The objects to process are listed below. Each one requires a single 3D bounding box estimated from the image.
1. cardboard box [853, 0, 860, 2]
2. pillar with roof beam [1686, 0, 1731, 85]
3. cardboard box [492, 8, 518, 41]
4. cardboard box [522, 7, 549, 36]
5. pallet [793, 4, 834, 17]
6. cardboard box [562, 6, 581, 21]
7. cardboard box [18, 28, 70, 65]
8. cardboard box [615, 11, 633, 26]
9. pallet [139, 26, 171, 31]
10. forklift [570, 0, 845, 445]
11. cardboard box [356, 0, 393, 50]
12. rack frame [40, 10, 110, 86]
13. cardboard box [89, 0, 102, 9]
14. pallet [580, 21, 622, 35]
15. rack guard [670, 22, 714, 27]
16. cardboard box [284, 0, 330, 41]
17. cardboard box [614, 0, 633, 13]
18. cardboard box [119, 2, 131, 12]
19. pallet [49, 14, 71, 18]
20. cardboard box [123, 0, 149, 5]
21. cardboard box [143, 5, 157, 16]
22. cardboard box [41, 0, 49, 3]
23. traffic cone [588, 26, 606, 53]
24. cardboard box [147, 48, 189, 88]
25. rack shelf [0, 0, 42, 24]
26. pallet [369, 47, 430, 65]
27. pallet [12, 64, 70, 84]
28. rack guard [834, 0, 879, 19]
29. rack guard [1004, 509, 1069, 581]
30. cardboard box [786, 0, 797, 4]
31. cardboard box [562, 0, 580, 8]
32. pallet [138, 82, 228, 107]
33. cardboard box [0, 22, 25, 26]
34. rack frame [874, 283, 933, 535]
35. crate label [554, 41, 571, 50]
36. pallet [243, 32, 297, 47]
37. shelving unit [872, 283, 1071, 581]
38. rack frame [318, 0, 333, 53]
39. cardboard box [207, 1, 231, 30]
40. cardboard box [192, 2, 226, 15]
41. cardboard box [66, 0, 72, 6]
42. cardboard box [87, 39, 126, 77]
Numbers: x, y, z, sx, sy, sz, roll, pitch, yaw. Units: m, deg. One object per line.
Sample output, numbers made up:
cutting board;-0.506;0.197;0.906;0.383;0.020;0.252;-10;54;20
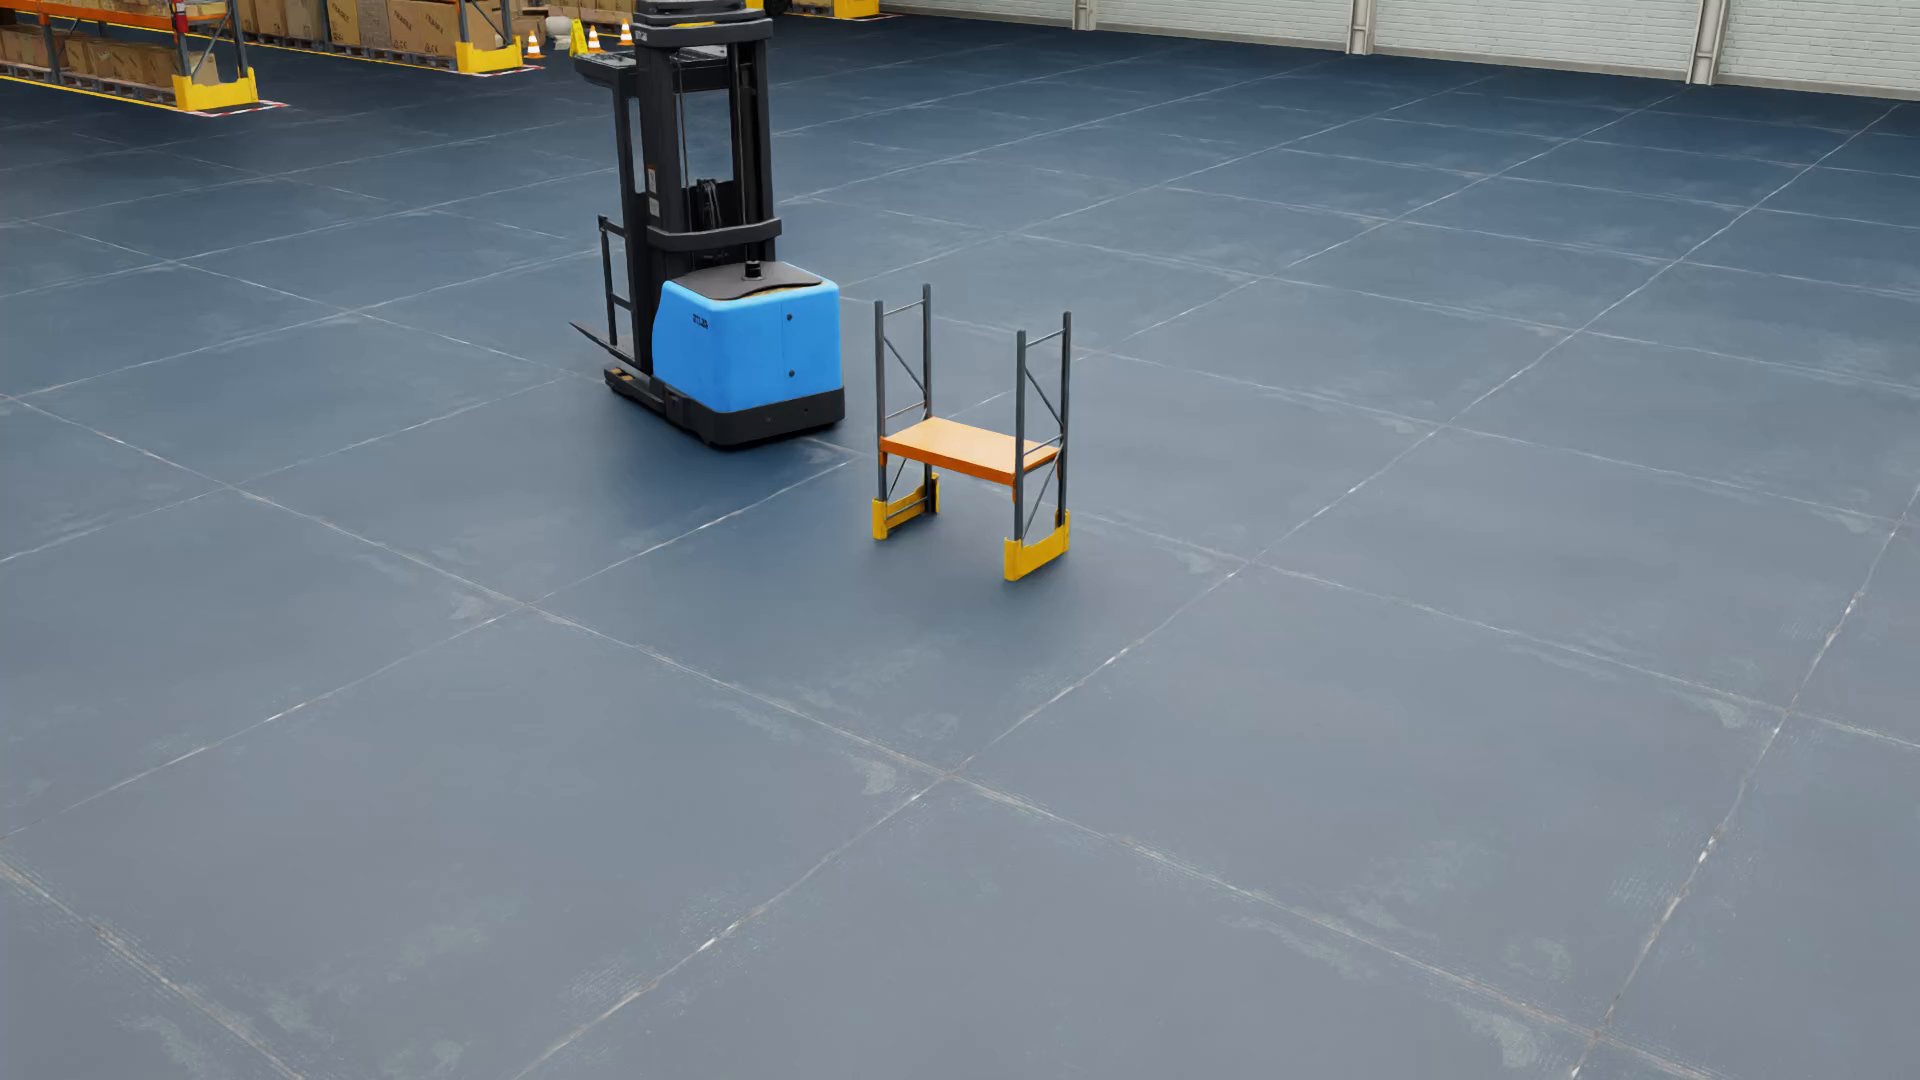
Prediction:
cardboard box;-2.533;-11.860;36.336;0.500;0.250;0.500;17;29;34
pillar with roof beam;9.548;-10.207;22.255;0.400;9.000;9.100;17;29;33
cardboard box;-8.908;-9.893;31.910;0.503;0.637;0.797;17;29;33
cardboard box;-8.391;-10.268;32.931;0.500;0.500;0.500;-5;24;-12
pallet;-2.894;-11.639;36.405;1.213;0.211;1.003;17;29;33
cardboard box;-7.688;-10.688;33.676;0.500;0.250;0.500;19;30;36
cardboard box;-15.224;-8.246;27.799;0.500;0.500;0.700;17;29;33
cardboard box;-6.449;-10.312;32.823;0.500;0.250;0.500;17;29;33
pallet;-16.117;-10.663;34.190;1.213;0.211;1.003;17;29;33
forklift;-2.097;-2.536;12.371;1.130;2.935;3.031;-16;28;-32
cardboard box;-10.135;-9.316;29.787;0.875;0.875;0.875;17;29;34
rack frame;-14.375;-8.912;26.756;0.127;3.000;1.000;17;29;33
cardboard box;-13.176;-8.289;25.654;0.250;0.149;0.380;17;29;33
pallet;-6.893;-10.387;33.563;1.213;0.211;1.003;17;29;33
rack guard;-5.292;-10.016;32.363;0.348;0.500;1.175;17;29;33
cardboard box;-11.871;-9.771;30.976;0.750;0.750;1.050;17;29;33
cardboard box;-6.448;-10.653;32.668;0.500;0.500;0.500;18;30;35
cardboard box;-12.537;-8.129;25.290;0.250;0.149;0.380;17;29;33
pallet;-19.260;-11.592;36.297;1.213;0.211;1.003;17;29;33
cardboard box;-12.070;-8.350;24.989;0.500;0.500;0.875;17;29;33
cardboard box;-11.957;-7.936;24.853;0.250;0.149;0.380;17;29;33
cardboard box;-14.384;-8.648;26.468;0.250;0.149;0.380;17;29;33
traffic cone;-6.743;-9.228;30.620;0.334;0.463;0.336;17;29;33
cardboard box;-12.163;-7.282;25.638;0.500;0.500;0.500;-17;29;-34
rack shelf;-15.976;-9.066;27.998;4.000;0.370;1.077;17;29;33
pallet;-9.778;-8.707;29.751;1.213;0.211;1.003;17;29;33
pallet;-14.999;-7.823;27.744;1.213;0.211;1.003;17;29;33
rack guard;-2.238;-11.594;35.945;0.348;0.500;1.175;17;29;33
rack guard;0.459;0.024;9.884;0.087;0.250;0.587;17;29;33
cardboard box;-3.610;-11.937;36.511;0.500;0.250;0.500;17;29;34
cardboard box;-7.686;-11.031;33.524;0.500;0.500;0.500;18;30;35
pallet;-11.864;-6.894;25.636;1.213;0.211;1.003;17;29;33
cardboard box;-16.577;-8.651;28.718;0.500;0.500;0.700;14;27;29
rack frame;-0.339;-0.789;10.180;0.032;1.500;0.500;17;29;33
crate label;-7.409;-9.249;31.072;0.298;0.136;0.250;3;24;6
pallet;-12.963;-9.668;31.932;1.213;0.211;1.003;17;29;33
shelving unit;0.061;-0.668;9.906;1.083;1.500;0.587;17;29;33
rack frame;-11.320;-10.487;30.332;0.127;3.000;1.000;17;29;33
cardboard box;-14.087;-10.441;32.496;0.750;0.750;1.050;16;29;33
cardboard box;-11.260;-7.975;24.942;0.250;0.149;0.380;17;29;33
cardboard box;-13.769;-8.474;26.074;0.250;0.149;0.380;17;29;33
cardboard box;-13.616;-7.714;26.617;0.500;0.500;0.500;-16;28;-31
